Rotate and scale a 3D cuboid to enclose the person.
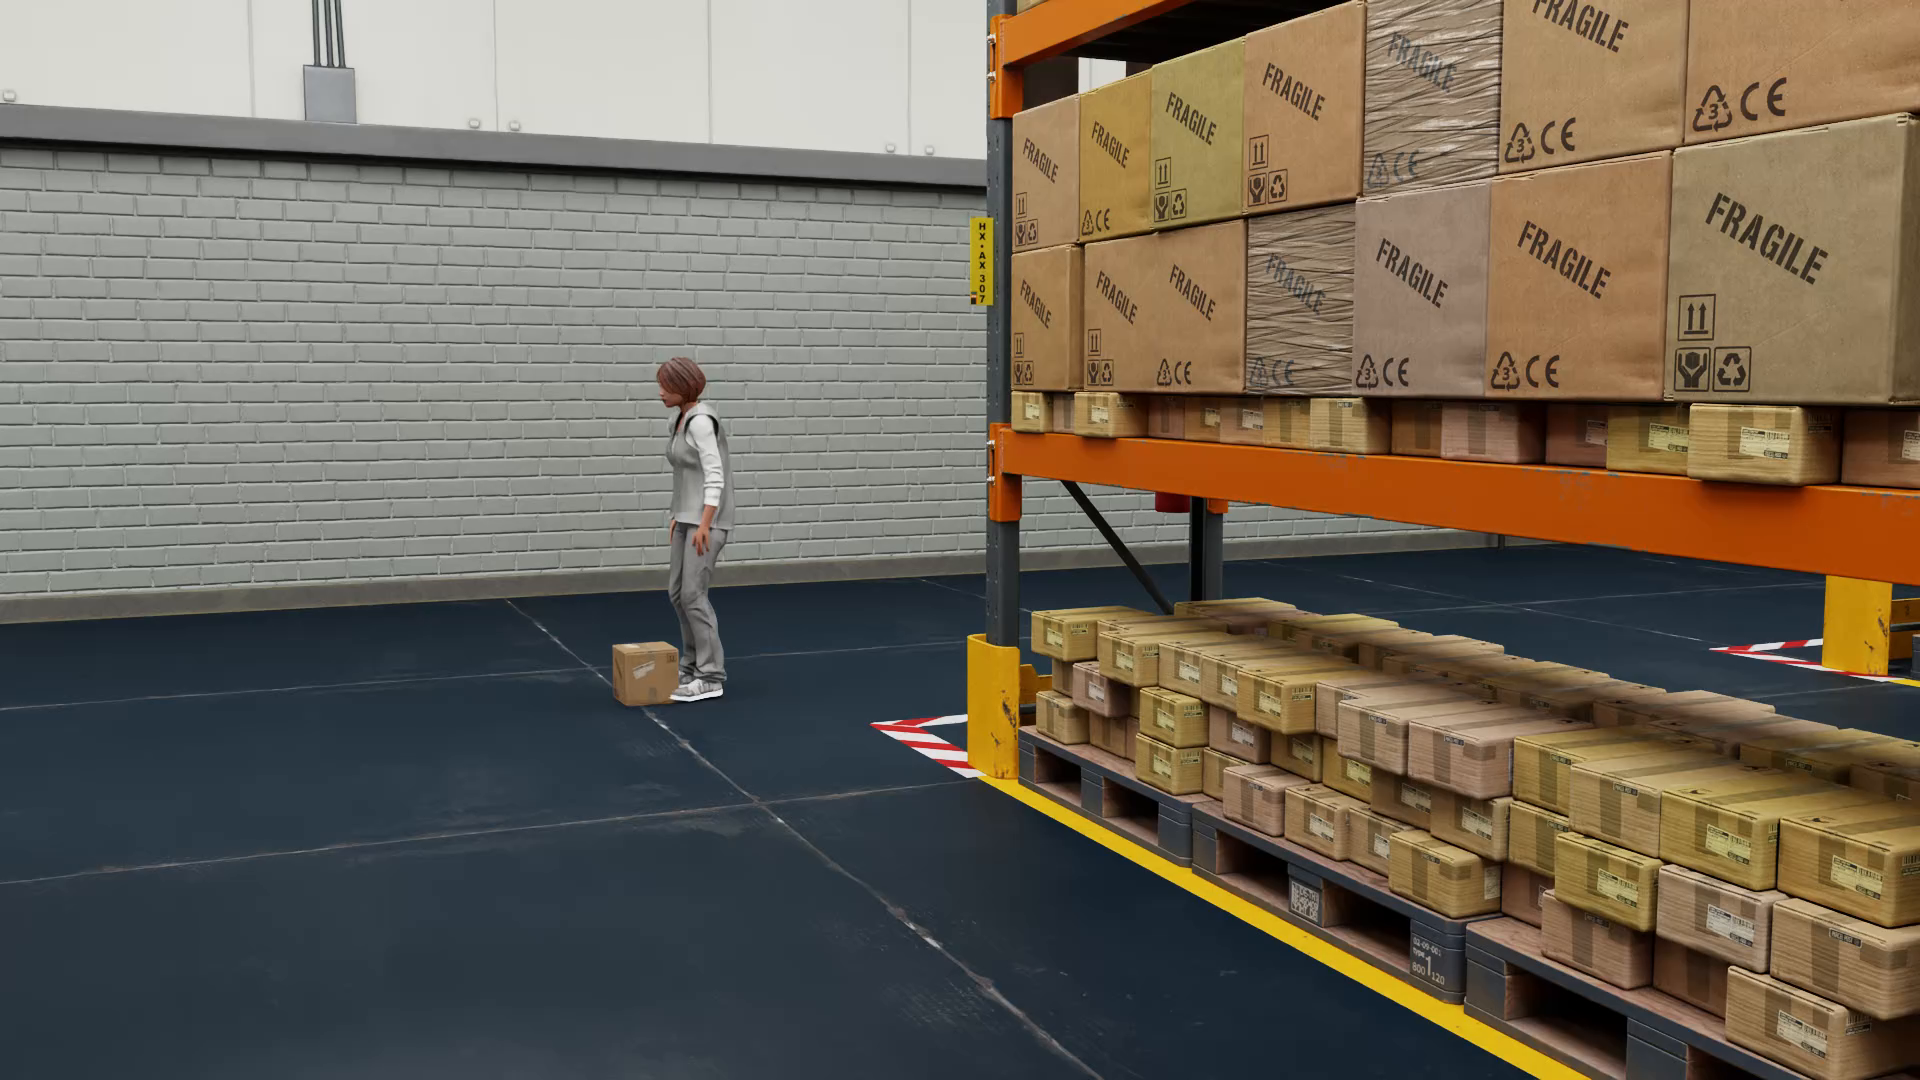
[{"bbox_3d":[-1.243,-0.055,7.790,0.346,1.591,0.466,-3,6,-26],"label":"person"}]
